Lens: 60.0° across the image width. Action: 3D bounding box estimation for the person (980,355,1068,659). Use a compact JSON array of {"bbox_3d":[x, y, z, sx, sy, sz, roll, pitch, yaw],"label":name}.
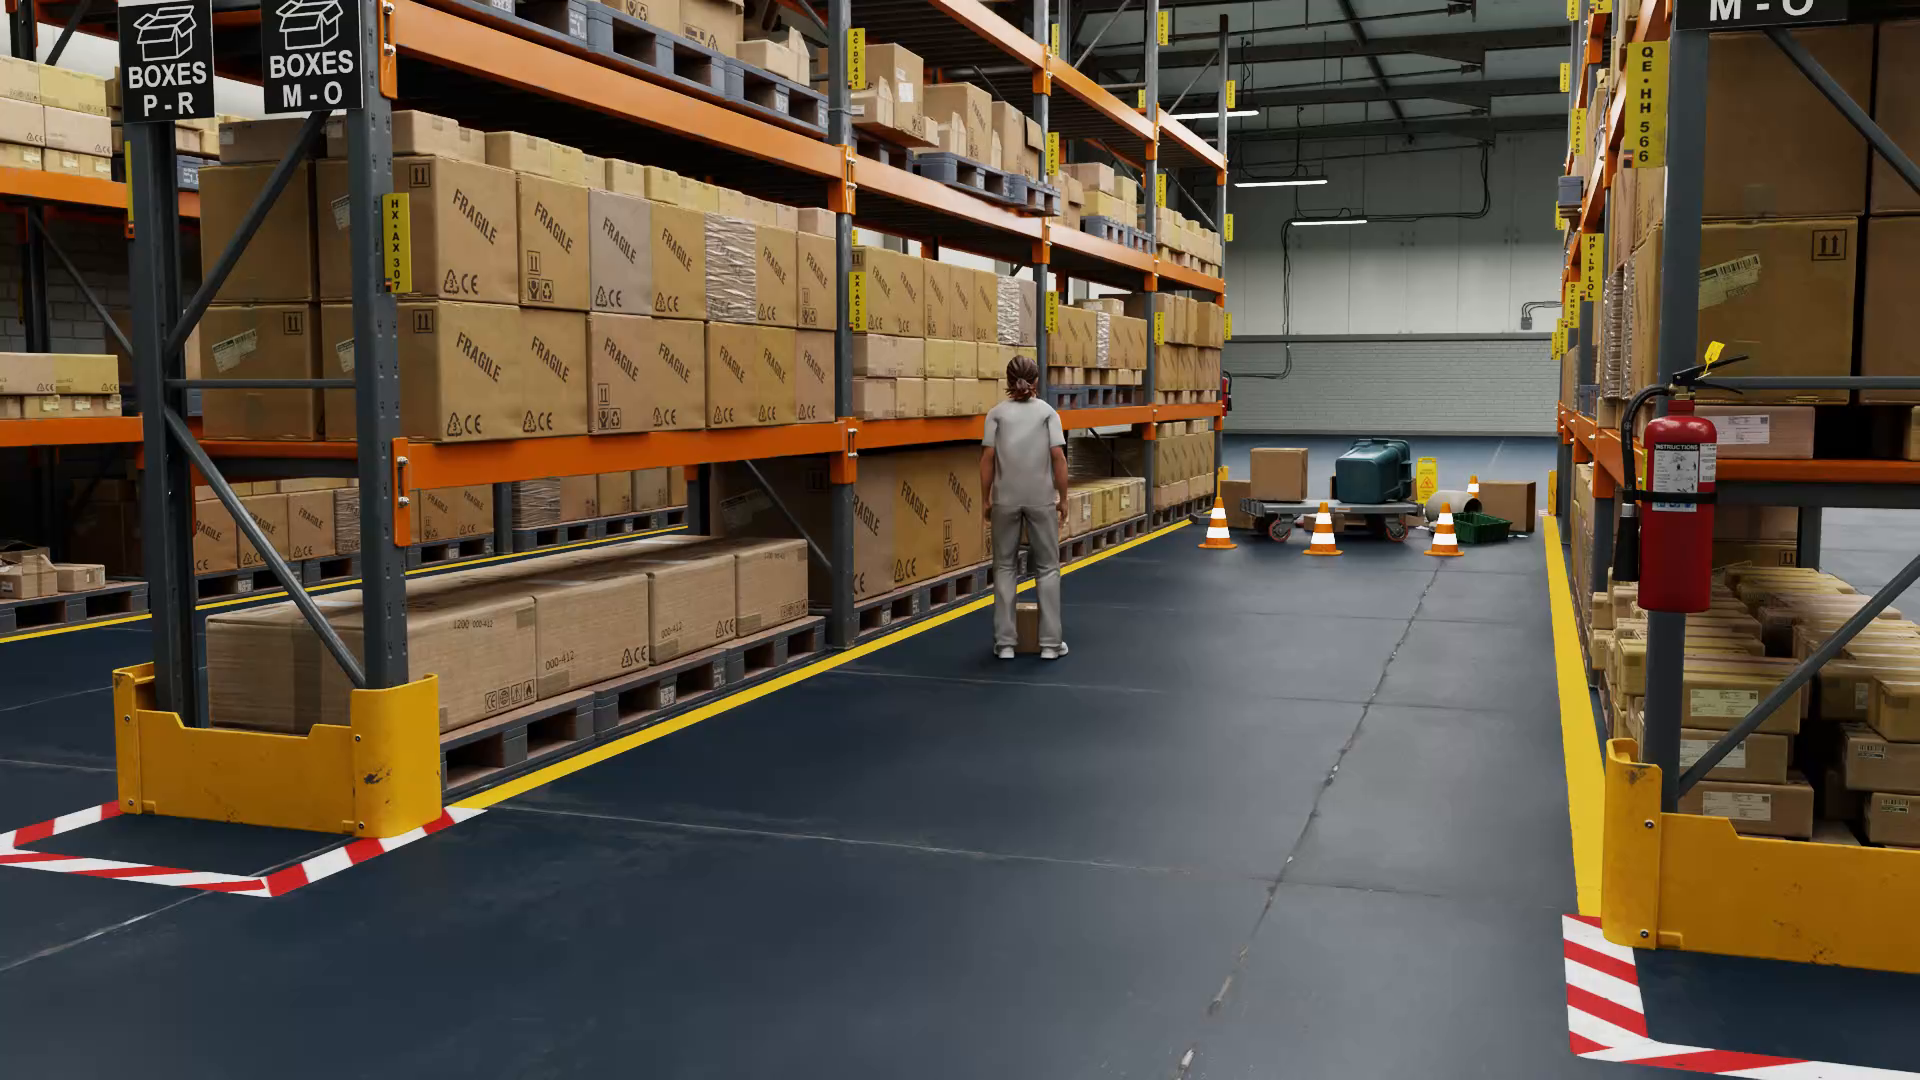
[{"bbox_3d":[0.355,-0.183,9.188,0.486,1.672,0.363,0,5,5],"label":"person"}]
